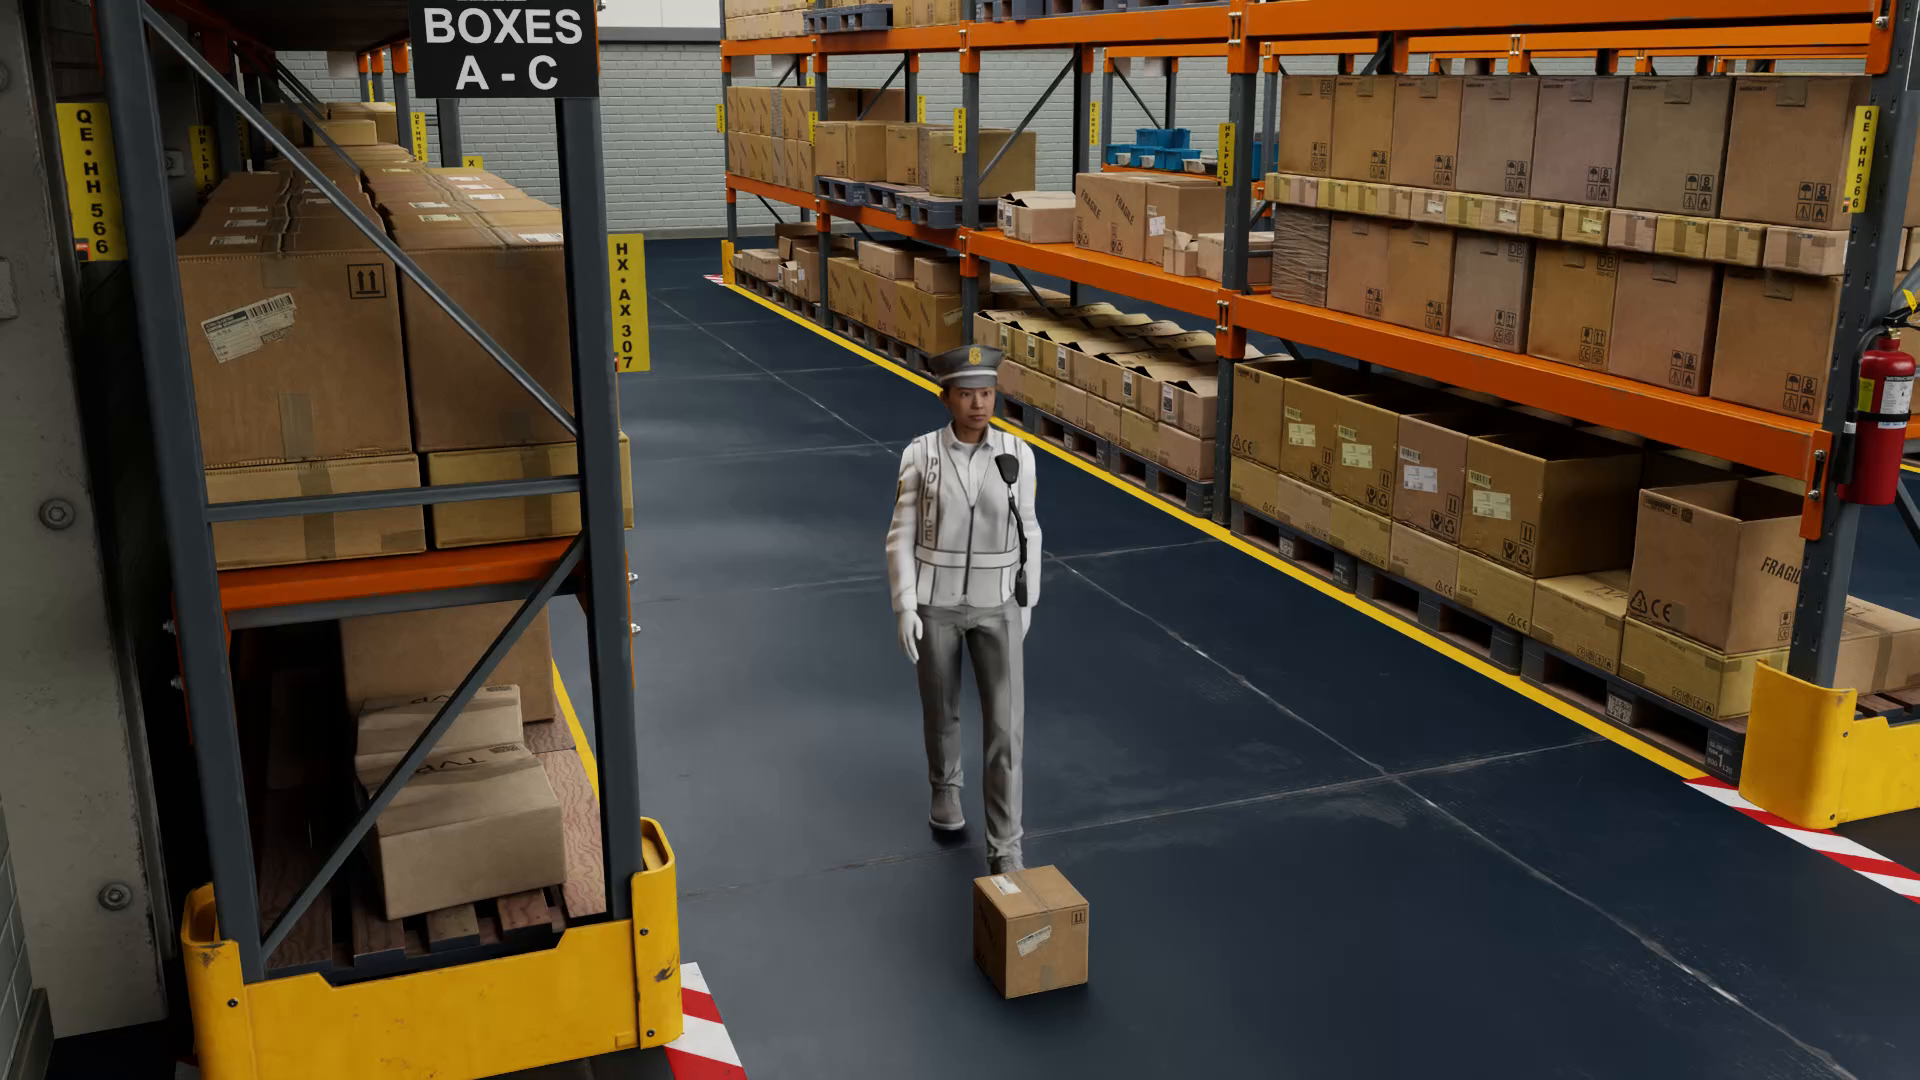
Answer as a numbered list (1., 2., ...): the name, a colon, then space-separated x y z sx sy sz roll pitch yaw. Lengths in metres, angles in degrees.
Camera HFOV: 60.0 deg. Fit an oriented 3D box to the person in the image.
1. person: 0.030 -0.202 5.154 0.362 0.831 0.349 0 16 -1
